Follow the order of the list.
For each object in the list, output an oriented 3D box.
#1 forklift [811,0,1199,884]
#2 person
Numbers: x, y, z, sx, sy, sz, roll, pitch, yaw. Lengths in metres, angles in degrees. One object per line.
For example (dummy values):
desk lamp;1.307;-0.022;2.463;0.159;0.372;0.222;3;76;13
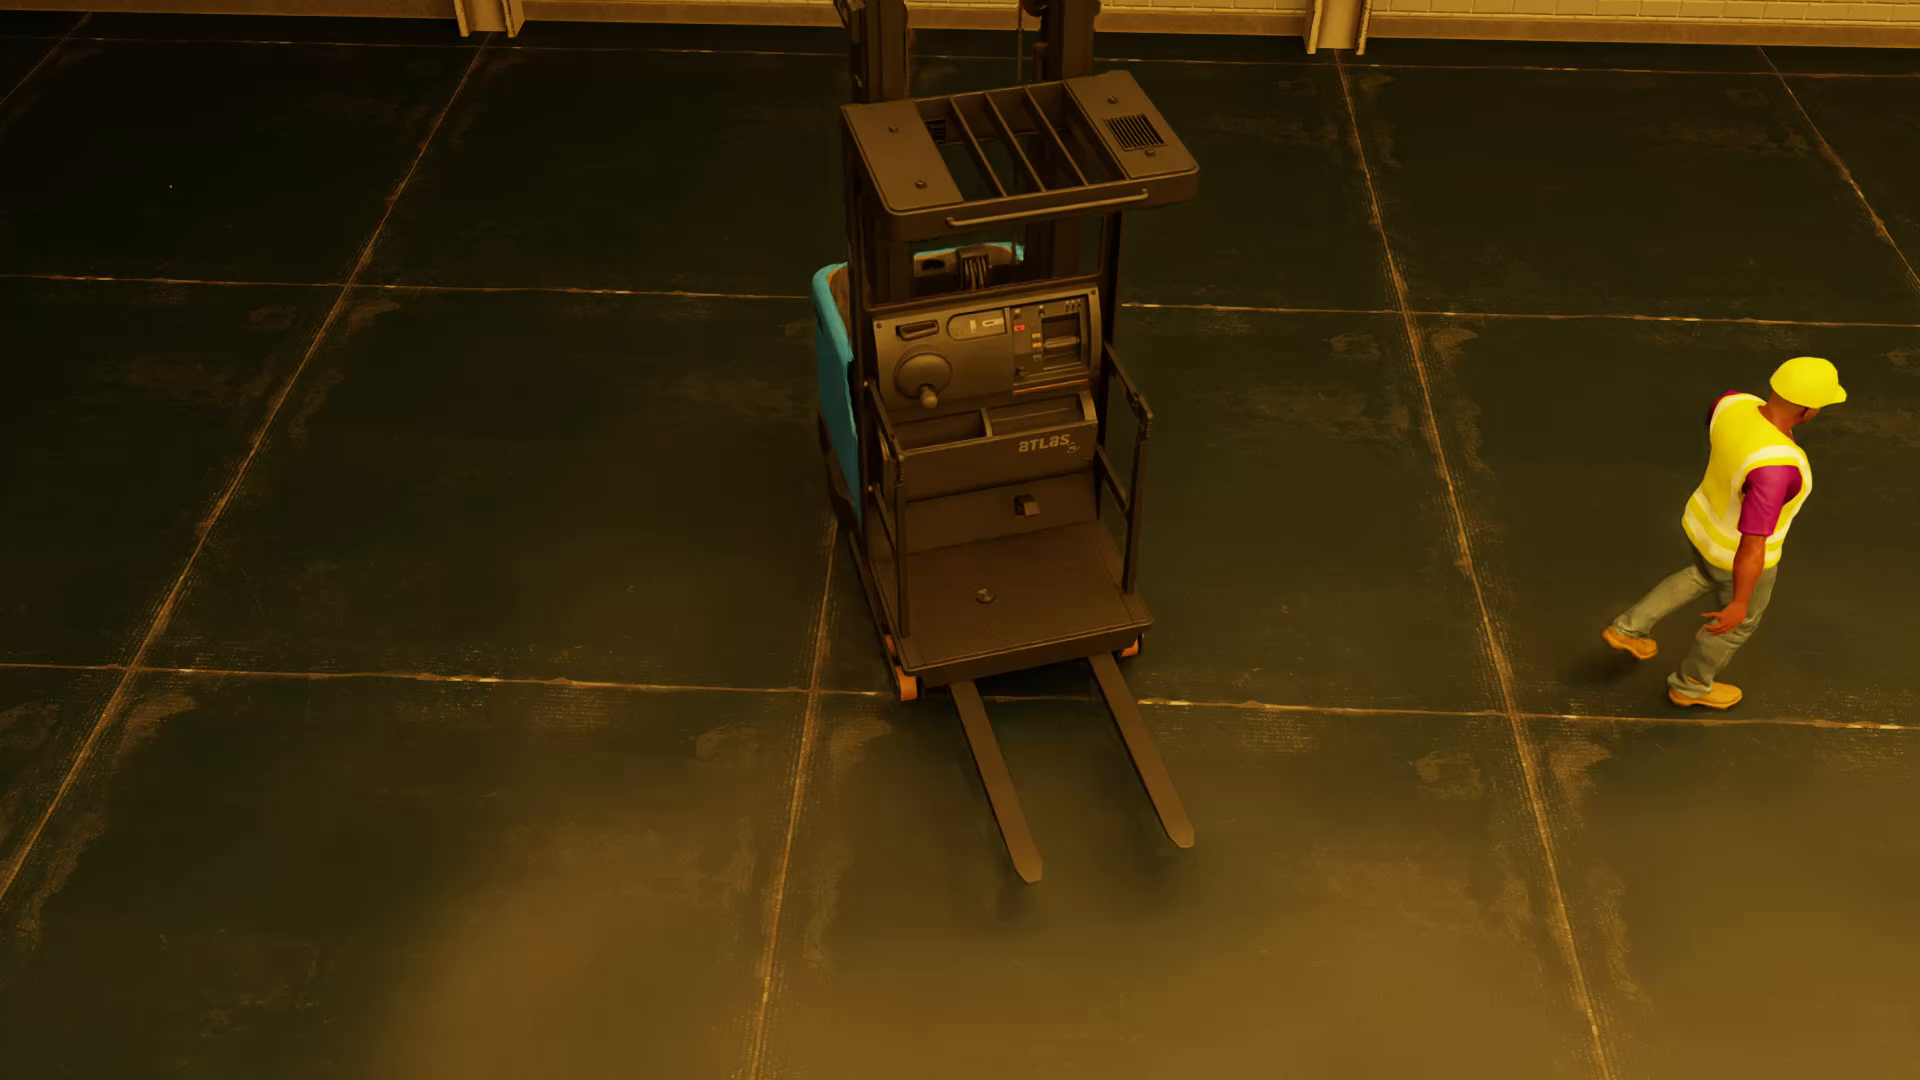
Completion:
forklift;0.173;-0.685;6.492;1.130;2.935;3.031;-10;43;-11
person;3.069;-0.013;6.635;0.583;1.747;0.829;-4;43;-4
